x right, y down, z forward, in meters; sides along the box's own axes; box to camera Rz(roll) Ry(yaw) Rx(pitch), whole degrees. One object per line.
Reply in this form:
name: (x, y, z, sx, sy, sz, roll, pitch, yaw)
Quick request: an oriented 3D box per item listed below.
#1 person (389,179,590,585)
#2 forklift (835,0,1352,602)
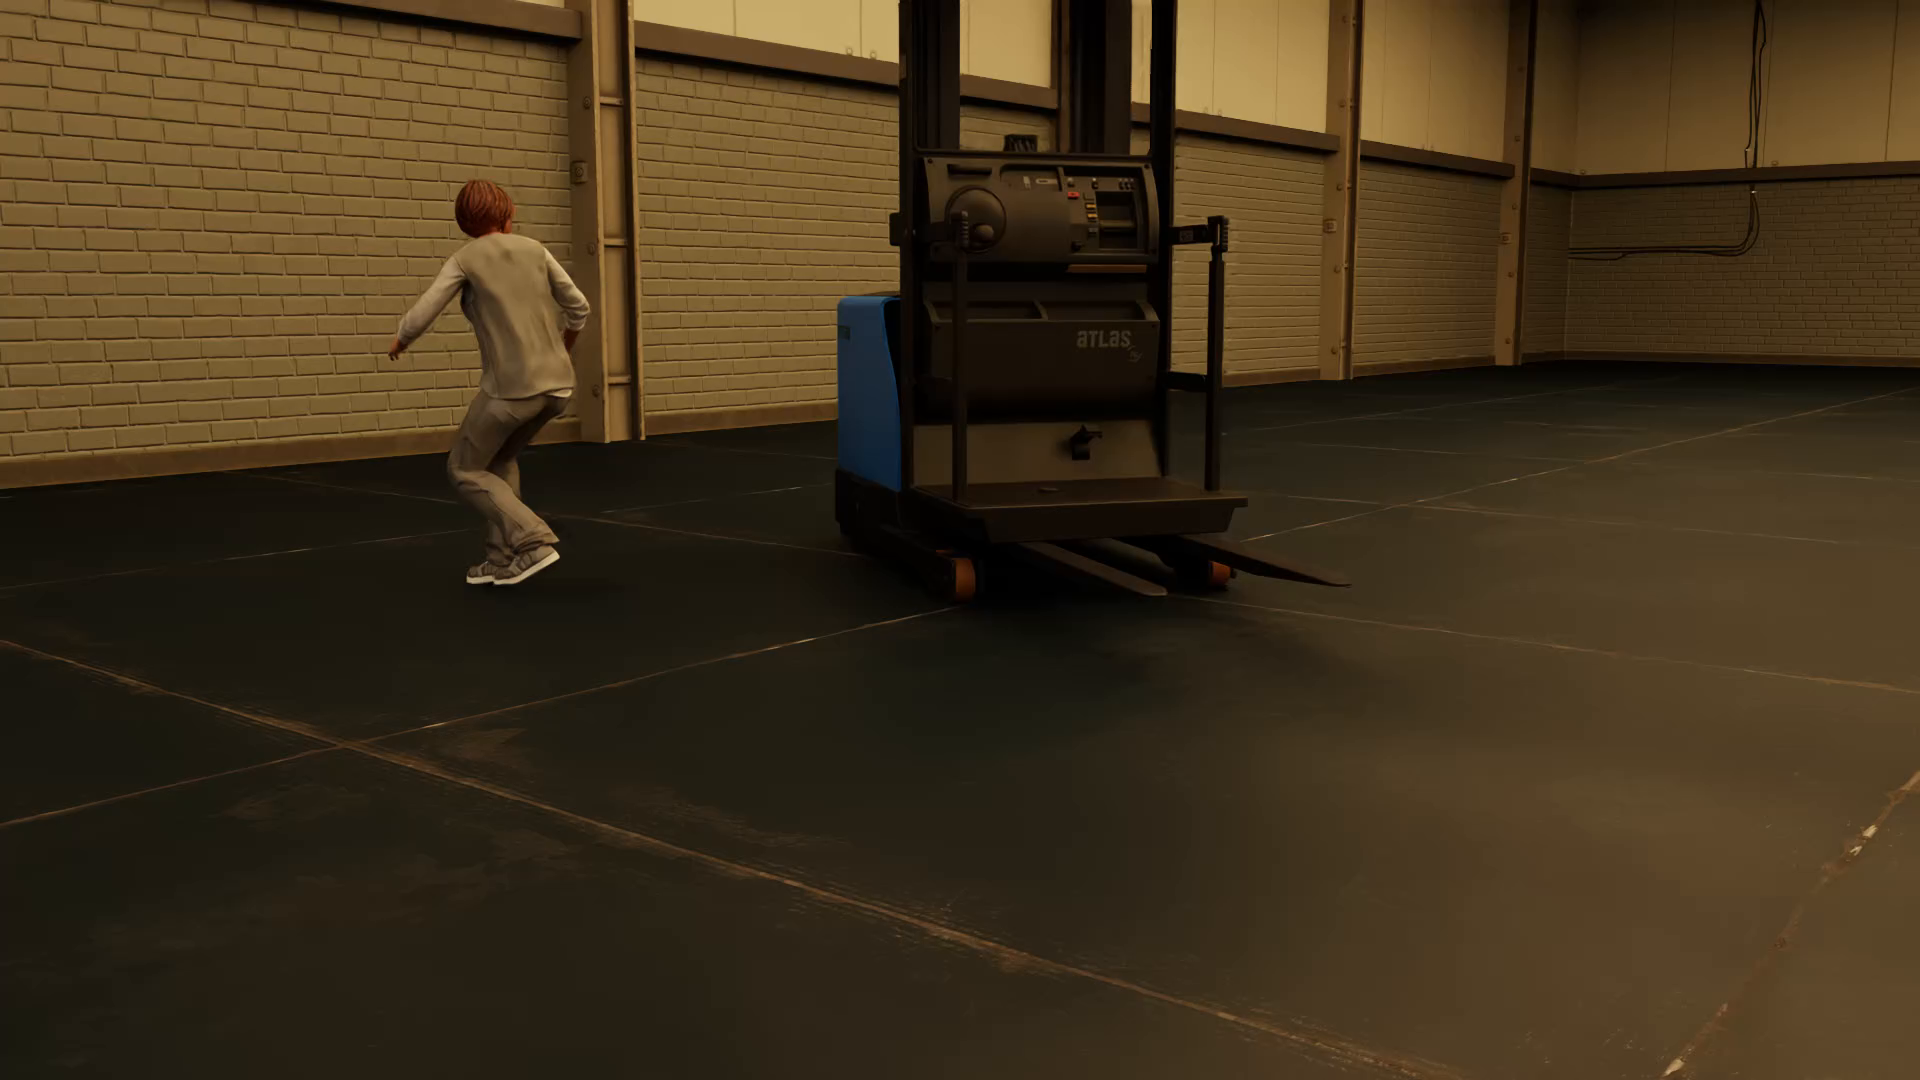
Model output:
person: (-1.722, -0.571, 6.173, 0.706, 1.496, 0.711, 6, 10, 36)
forklift: (0.383, -1.293, 6.118, 1.130, 2.935, 3.031, -3, 9, -18)
